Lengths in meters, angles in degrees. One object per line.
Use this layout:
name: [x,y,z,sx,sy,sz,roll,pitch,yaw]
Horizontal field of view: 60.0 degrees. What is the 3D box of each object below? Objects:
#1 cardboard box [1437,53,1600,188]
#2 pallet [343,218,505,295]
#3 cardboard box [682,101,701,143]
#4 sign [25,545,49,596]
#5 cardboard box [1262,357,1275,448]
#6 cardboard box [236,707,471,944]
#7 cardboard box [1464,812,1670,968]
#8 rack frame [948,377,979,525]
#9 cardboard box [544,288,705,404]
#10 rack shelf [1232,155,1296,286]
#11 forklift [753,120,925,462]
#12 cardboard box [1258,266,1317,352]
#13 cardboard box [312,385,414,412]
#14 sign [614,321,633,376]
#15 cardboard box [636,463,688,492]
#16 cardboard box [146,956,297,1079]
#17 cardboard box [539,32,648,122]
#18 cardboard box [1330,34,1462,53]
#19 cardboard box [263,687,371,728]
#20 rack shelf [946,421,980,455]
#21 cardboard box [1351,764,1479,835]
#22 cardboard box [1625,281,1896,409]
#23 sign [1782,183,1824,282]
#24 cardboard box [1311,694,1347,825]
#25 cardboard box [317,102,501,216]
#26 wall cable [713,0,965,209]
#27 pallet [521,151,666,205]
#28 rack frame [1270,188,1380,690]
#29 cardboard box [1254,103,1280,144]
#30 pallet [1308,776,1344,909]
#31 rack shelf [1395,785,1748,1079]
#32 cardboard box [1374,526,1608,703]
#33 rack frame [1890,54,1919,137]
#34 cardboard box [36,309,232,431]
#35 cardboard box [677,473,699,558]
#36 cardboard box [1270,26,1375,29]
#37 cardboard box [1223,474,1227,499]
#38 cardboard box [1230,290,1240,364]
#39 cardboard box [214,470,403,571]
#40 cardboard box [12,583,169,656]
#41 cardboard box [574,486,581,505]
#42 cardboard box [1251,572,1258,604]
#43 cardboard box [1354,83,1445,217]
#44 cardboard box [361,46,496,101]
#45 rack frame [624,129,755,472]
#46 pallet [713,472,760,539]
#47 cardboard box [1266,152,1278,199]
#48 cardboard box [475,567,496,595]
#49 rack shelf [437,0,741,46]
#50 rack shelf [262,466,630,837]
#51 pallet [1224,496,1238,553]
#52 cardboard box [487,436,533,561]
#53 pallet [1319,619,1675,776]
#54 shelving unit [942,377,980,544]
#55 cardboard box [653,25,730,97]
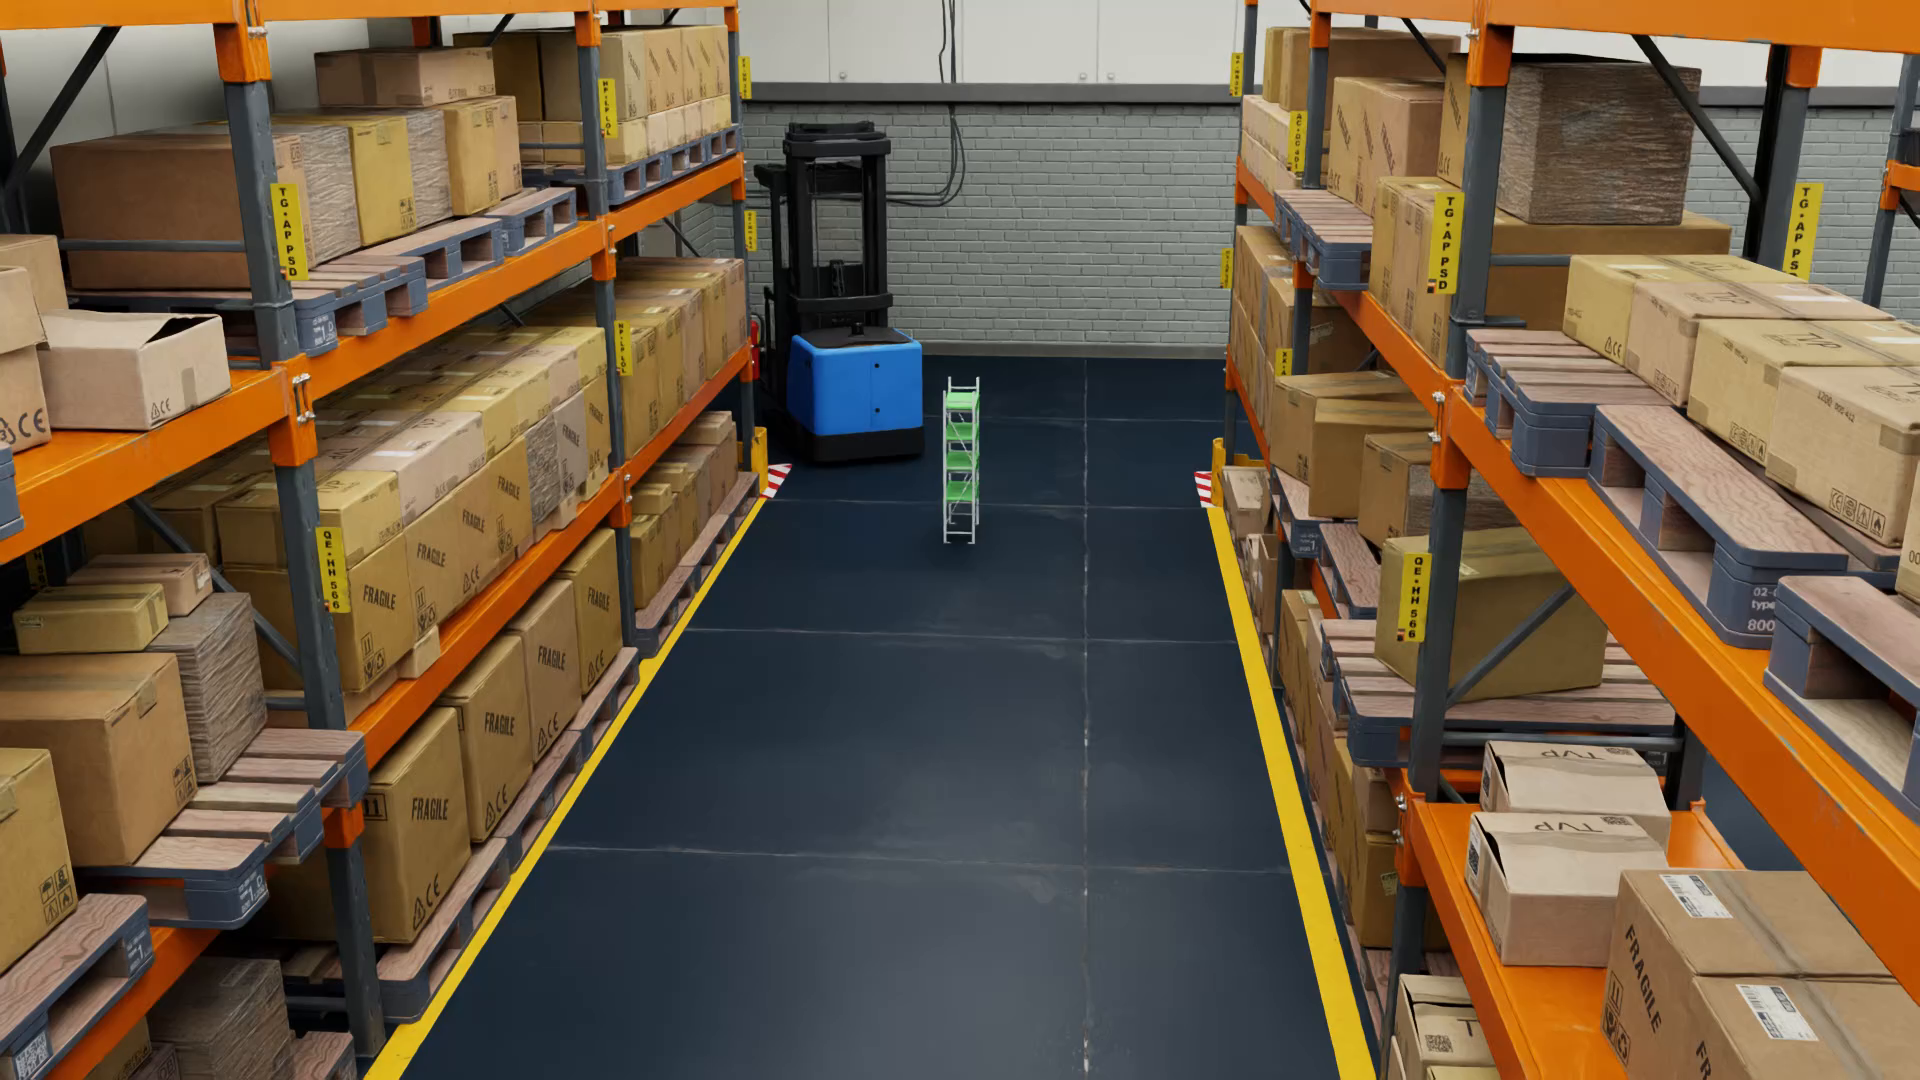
cardboard box: [2.230,-1.678,6.642,0.500,0.500,0.500,1,18,4]
pallet: [-2.751,-1.271,7.471,1.003,0.211,1.213,2,18,6]
cardboard box: [-2.105,-2.916,11.593,0.500,0.250,0.500,1,18,2]
sign: [-3.376,0.052,6.089,0.100,0.325,0.005,1,18,4]
cardboard box: [2.222,-0.888,10.656,0.500,0.500,0.500,2,18,5]
cardboard box: [-2.638,1.210,7.192,0.750,0.750,0.750,1,18,3]
cardboard box: [1.862,1.038,5.080,0.500,0.311,0.500,1,18,3]
rack frame: [0.029,-0.697,13.124,0.240,1.200,0.015,1,18,4]
cardboard box: [-2.380,-1.393,11.874,0.980,0.700,0.700,0,18,1]
rack shelf: [2.549,-2.224,11.233,1.077,0.370,4.000,1,18,4]
forklift: [-1.304,-2.510,15.877,1.130,2.935,3.031,-6,19,-19]
cardboard box: [2.254,-1.521,10.981,0.500,0.500,0.500,1,18,4]
cardboard box: [-2.931,-0.566,7.960,0.500,0.250,0.500,1,18,3]
sign: [-1.993,-1.133,9.830,0.100,0.325,0.005,1,18,4]
cardboard box: [-2.135,-0.444,11.758,0.380,0.149,0.250,1,18,2]
cardboard box: [-2.821,1.817,5.869,0.700,0.500,0.500,2,18,5]
cardboard box: [-2.204,-2.802,10.041,0.500,0.500,0.500,1,18,3]
cardboard box: [2.580,-2.772,9.981,0.700,0.500,0.500,1,18,4]
cardboard box: [-2.567,0.626,6.567,0.380,0.149,0.250,1,18,3]
rack shelf: [0.012,-0.789,12.838,0.258,0.148,0.480,1,18,4]
cardboard box: [1.952,1.032,7.061,0.500,0.250,0.500,2,18,6]
cardboard box: [2.123,-0.526,4.460,0.500,0.250,0.500,2,18,5]
sign: [2.672,-0.971,5.295,0.100,0.325,0.005,1,18,4]
cardboard box: [2.021,1.082,8.112,0.500,0.500,0.500,1,18,2]
cardboard box: [-2.683,-1.866,8.116,0.700,0.500,0.500,1,18,3]
wall cable: [-1.486,-4.995,18.703,3.097,2.526,0.112,1,18,4]
pallet: [-2.466,-2.266,10.347,1.003,0.211,1.213,1,18,4]
rack frame: [2.406,-0.520,9.692,1.000,3.000,0.127,1,18,4]
cardboard box: [2.324,-2.889,11.545,0.500,0.250,0.500,1,18,4]
pallet: [2.301,1.439,8.193,1.003,0.211,1.213,1,18,4]
rack shelf: [1.976,1.686,4.117,1.077,0.370,4.000,1,18,4]
cardboard box: [2.052,0.277,6.424,0.700,0.500,0.500,-5,19,-15]
rack frame: [7.633,-4.501,12.208,1.000,3.000,0.127,1,18,4]
cardboard box: [-2.604,-0.550,5.077,0.500,0.311,0.500,1,18,4]
cardboard box: [-2.301,-0.186,12.014,0.700,0.500,0.500,2,18,5]
cardboard box: [2.672,-3.550,12.357,0.700,0.500,0.500,1,18,4]
cardboard box: [2.302,-0.425,13.246,0.380,0.166,0.250,1,18,4]
cardboard box: [2.398,-1.678,13.065,0.500,0.500,0.500,2,18,5]
cardboard box: [-2.530,-0.086,6.493,0.500,0.250,0.500,2,18,5]
cardboard box: [-2.825,0.256,5.414,0.380,0.149,0.250,-2,18,-5]
cardboard box: [-2.335,-0.250,9.239,0.380,0.149,0.250,2,18,6]
cardboard box: [2.131,0.325,10.986,0.380,0.149,0.250,1,18,4]
cardboard box: [2.271,-1.877,8.021,0.600,0.600,0.600,1,18,3]
cardboard box: [-2.729,-2.397,8.533,0.500,0.250,0.500,3,18,8]
rack frame: [-2.248,-1.872,13.817,1.000,3.000,0.127,1,18,4]
pallet: [-2.228,-0.296,13.488,1.003,0.211,1.213,1,18,4]
cardboard box: [2.249,-2.341,10.675,0.500,0.250,0.500,1,18,4]
cardboard box: [-2.468,0.149,8.021,0.380,0.149,0.250,1,18,4]
rack shelf: [-2.392,-3.569,11.162,1.077,0.370,4.000,1,18,4]
rack shelf: [-2.678,0.334,8.242,1.077,0.370,4.000,1,18,4]
pallet: [2.631,-0.166,13.090,1.003,0.211,1.213,1,18,4]
cardboard box: [-2.419,-0.209,8.073,0.500,0.500,0.500,2,18,5]
pallet: [2.098,0.602,6.578,1.213,0.211,1.003,1,18,4]
shelving unit: [0.012,-0.622,12.893,0.258,1.200,0.503,1,18,4]
cardboard box: [-2.029,-3.596,12.464,0.500,0.500,0.500,1,18,4]
